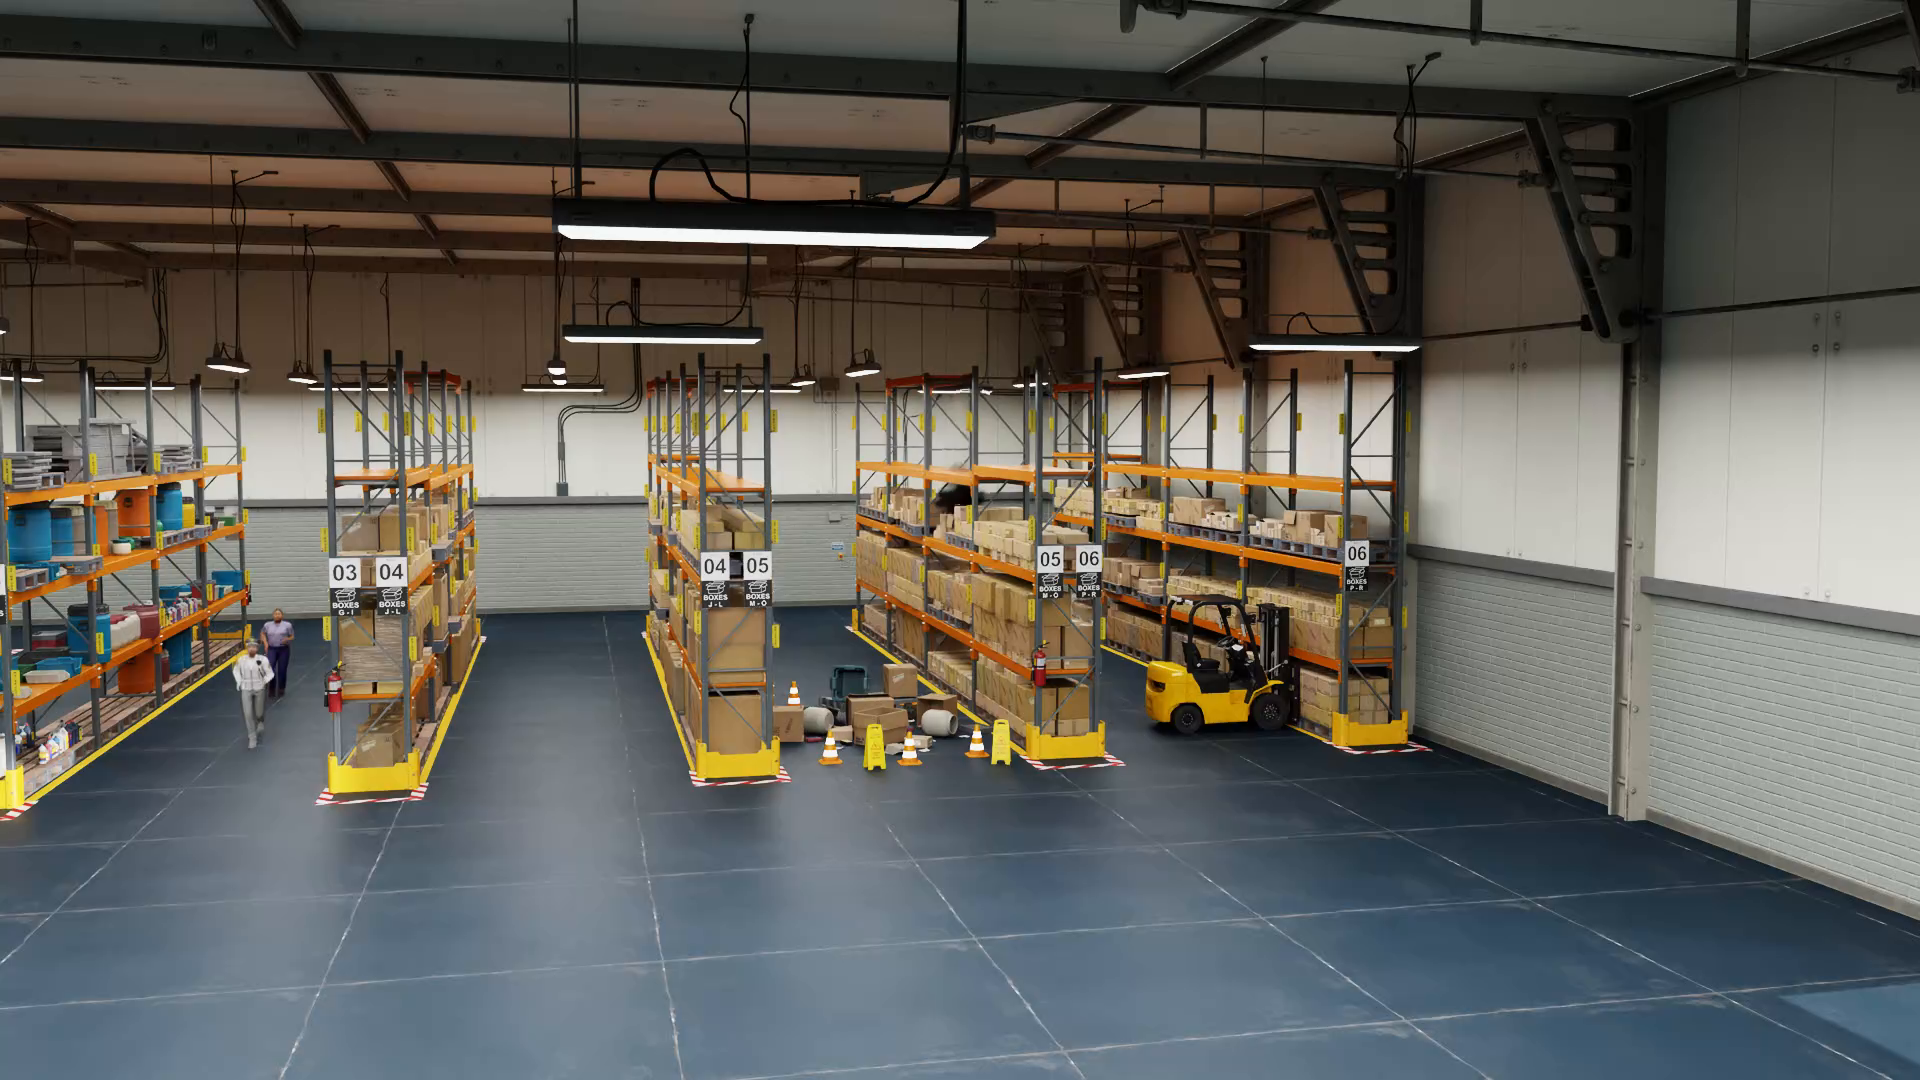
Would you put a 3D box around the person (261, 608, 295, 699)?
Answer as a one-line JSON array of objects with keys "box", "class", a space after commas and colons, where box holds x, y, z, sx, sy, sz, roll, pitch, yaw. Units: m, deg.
[{"box": [-12.473, 2.082, 30.412, 0.578, 1.668, 0.682, -2, 4, -21], "class": "person"}]

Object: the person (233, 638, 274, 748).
[{"box": [-11.071, 2.366, 26.053, 0.618, 1.694, 0.804, -1, 4, -16], "class": "person"}]
